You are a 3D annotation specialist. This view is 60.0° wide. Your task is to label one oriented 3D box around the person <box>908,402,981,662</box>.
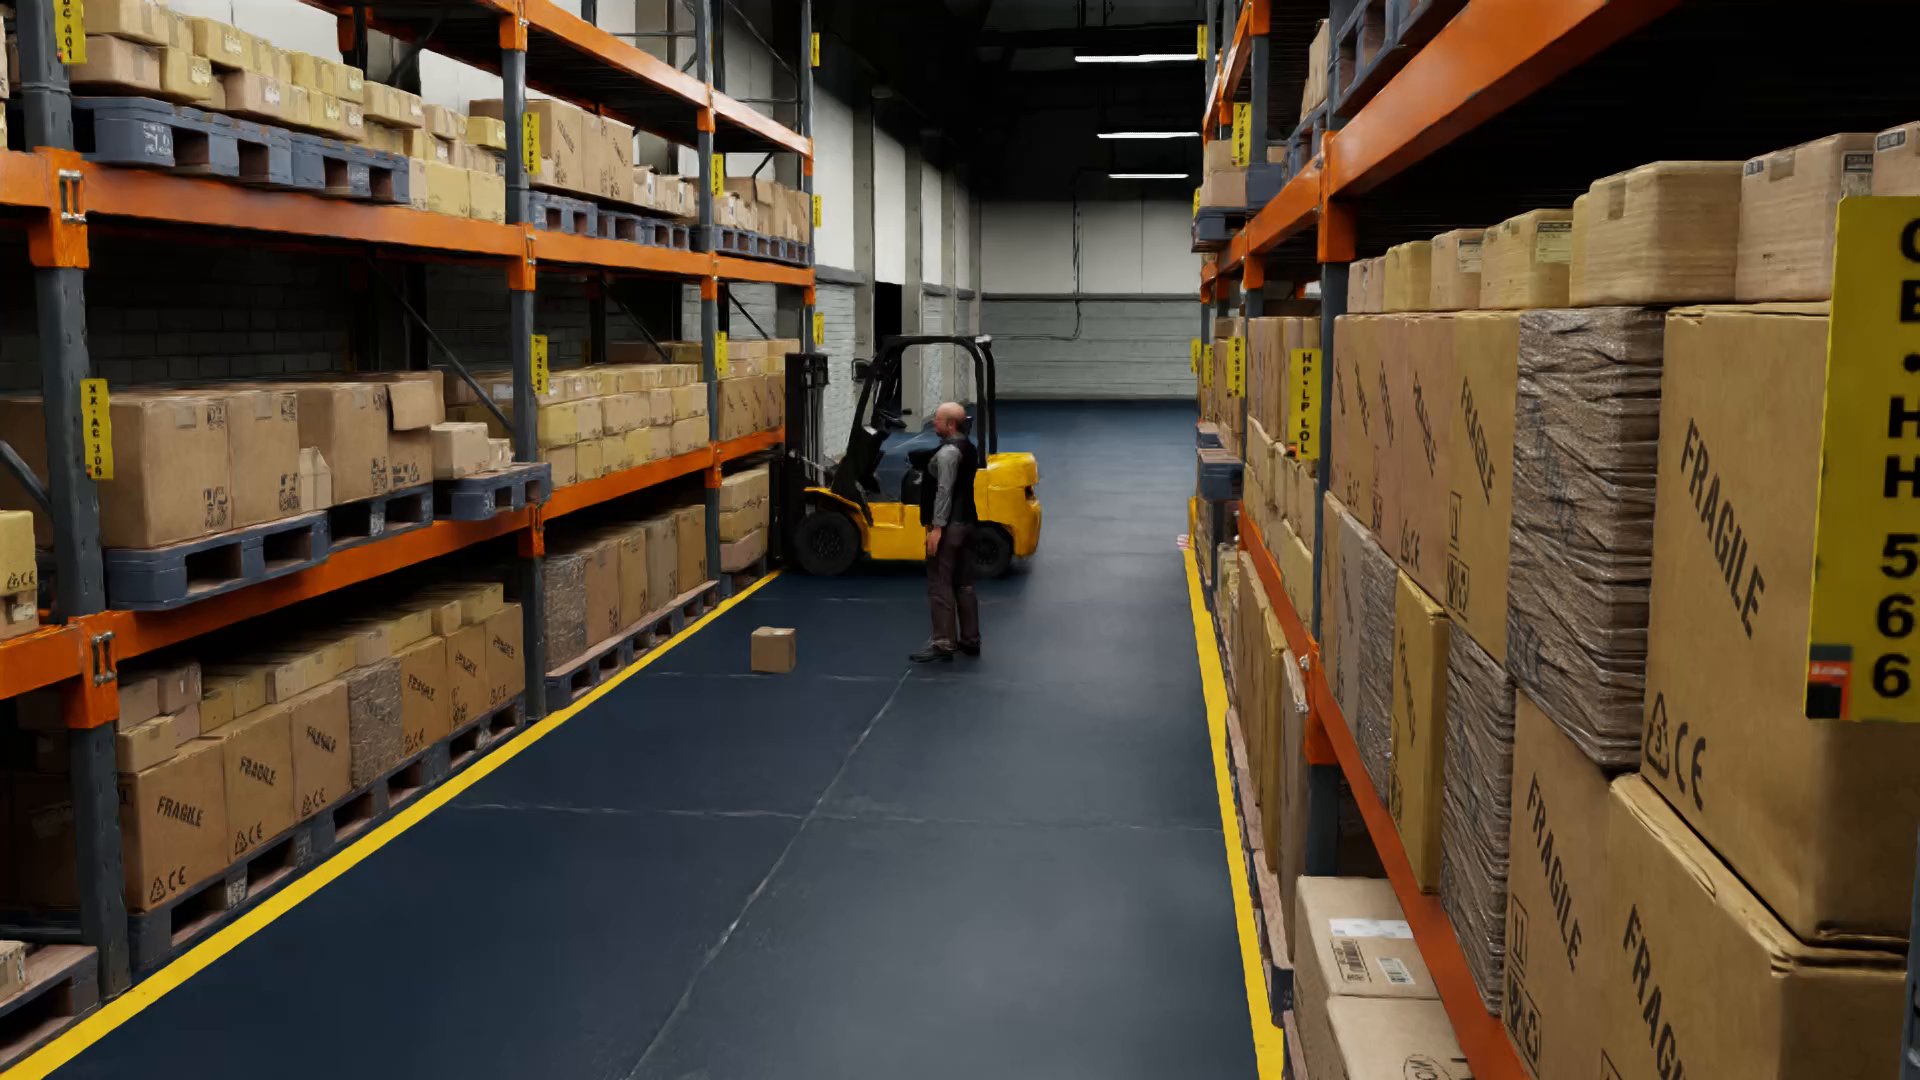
[{"bbox_3d":[-0.078,-0.062,11.175,0.375,1.727,0.662,3,8,21],"label":"person"}]
